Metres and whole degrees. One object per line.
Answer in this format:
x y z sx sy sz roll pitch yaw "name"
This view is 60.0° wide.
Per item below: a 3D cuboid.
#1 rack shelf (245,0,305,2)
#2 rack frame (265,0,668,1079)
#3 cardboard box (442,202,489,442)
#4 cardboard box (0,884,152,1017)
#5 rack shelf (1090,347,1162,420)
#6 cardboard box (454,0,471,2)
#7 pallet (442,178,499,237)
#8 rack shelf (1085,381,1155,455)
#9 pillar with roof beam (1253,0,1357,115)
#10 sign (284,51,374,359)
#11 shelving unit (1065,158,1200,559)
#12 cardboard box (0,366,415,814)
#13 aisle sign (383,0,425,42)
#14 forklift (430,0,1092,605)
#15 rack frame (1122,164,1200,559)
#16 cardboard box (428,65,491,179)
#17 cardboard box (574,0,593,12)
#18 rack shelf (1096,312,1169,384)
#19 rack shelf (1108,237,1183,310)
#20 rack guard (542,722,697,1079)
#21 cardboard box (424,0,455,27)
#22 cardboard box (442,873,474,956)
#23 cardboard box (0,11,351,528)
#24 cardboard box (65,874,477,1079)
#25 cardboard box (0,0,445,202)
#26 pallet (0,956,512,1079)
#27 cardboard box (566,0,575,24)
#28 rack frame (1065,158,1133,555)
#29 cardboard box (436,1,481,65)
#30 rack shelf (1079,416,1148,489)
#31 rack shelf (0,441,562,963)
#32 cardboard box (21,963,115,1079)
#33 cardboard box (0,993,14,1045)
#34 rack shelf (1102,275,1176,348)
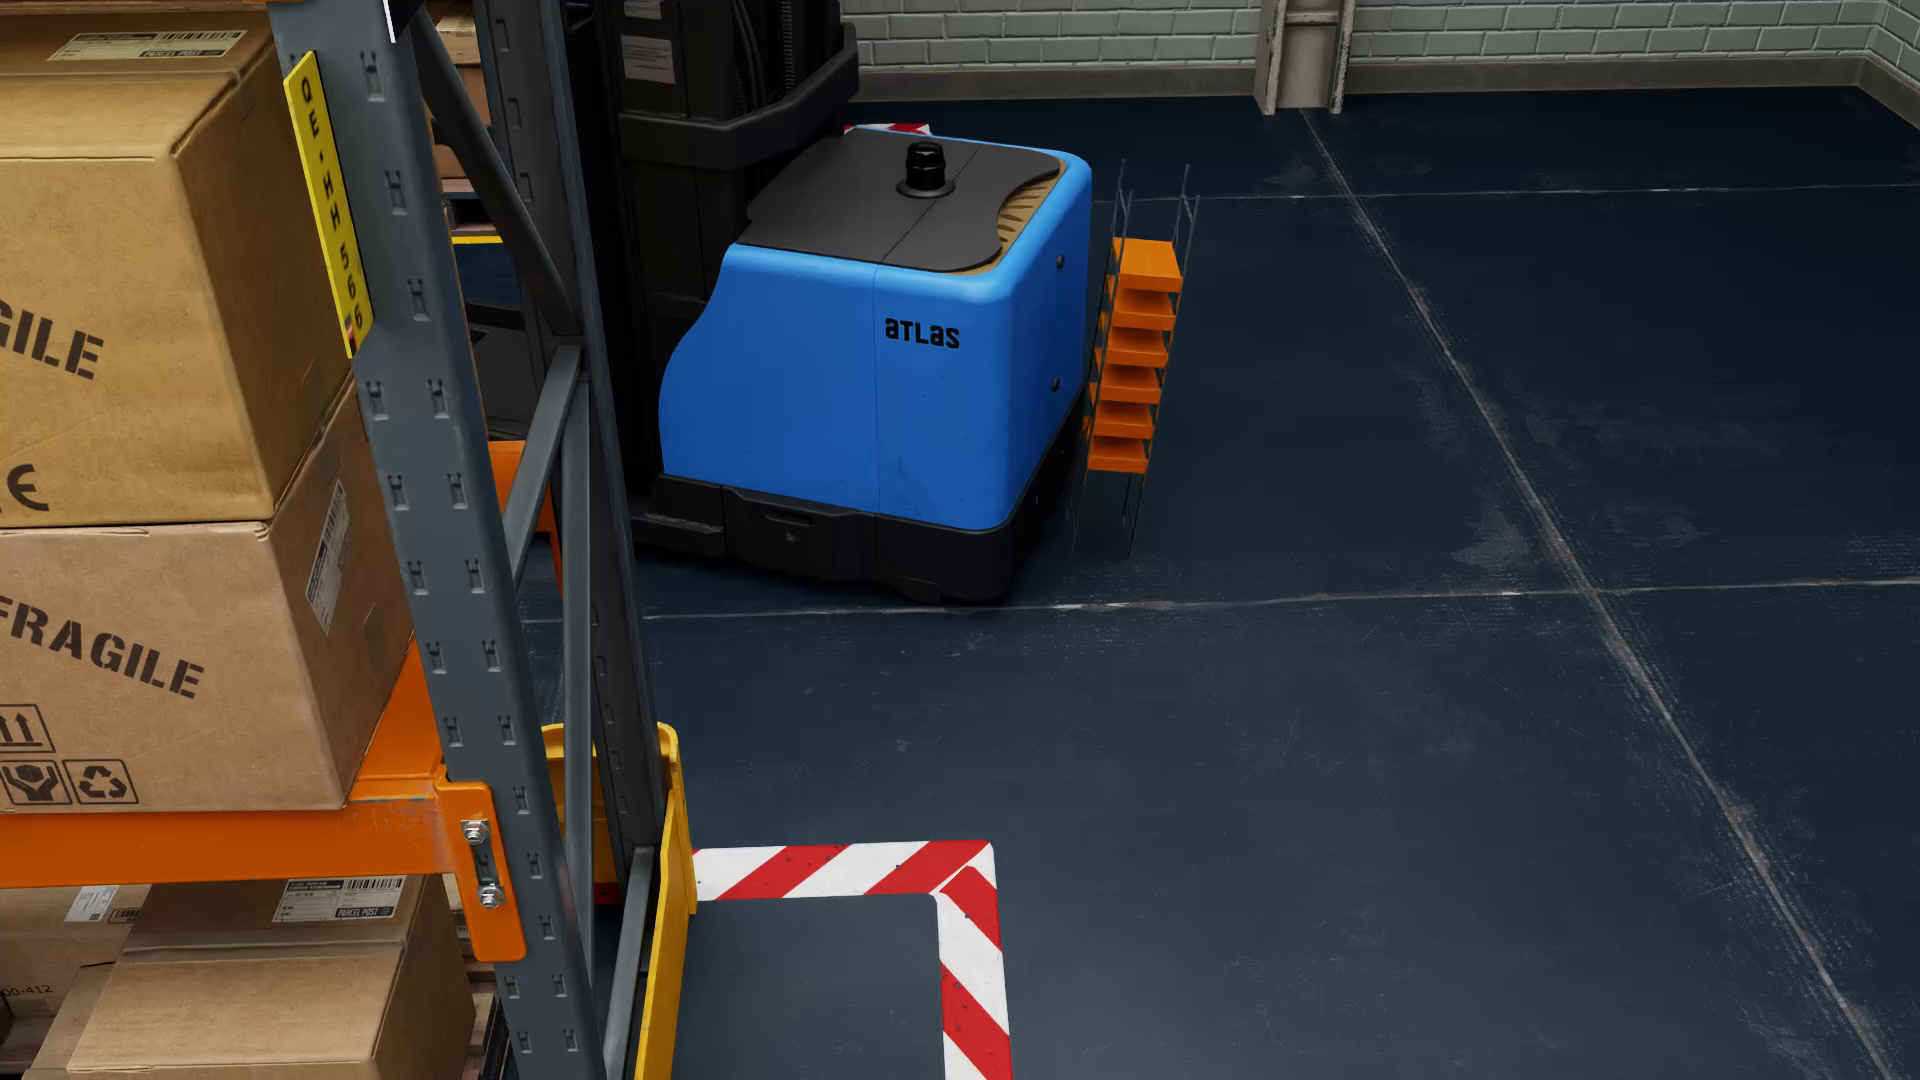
-2.703 -0.961 1.999 4.000 0.370 1.077 -2 35 -2 "rack shelf"
-0.705 -0.077 2.726 0.127 3.000 1.000 -2 35 -2 "rack frame"
-1.161 -0.257 2.897 0.500 0.500 0.500 -1 35 -1 "cardboard box"
-1.761 0.739 3.576 0.500 0.250 0.500 -2 35 -2 "cardboard box"
0.489 -0.470 4.940 0.180 0.103 0.258 4 35 -4 "rack shelf"
-2.028 -2.332 7.241 0.250 0.149 0.380 -1 35 -2 "cardboard box"
-1.738 -1.681 7.493 1.213 0.211 1.003 -2 35 -2 "pallet"
0.477 -0.372 5.008 0.180 0.103 0.258 4 35 -4 "rack shelf"
1.916 -3.477 2.367 0.400 9.000 9.100 -2 35 -2 "pillar with roof beam"
-0.699 -0.368 1.850 0.005 0.325 0.100 -2 35 -2 "sign"
0.493 -0.506 4.915 0.189 1.200 0.258 4 35 -4 "shelving unit"
-1.140 0.048 2.457 0.500 0.500 0.500 -1 35 -1 "cardboard box"
-0.623 -0.974 1.737 0.004 0.787 0.394 -2 35 -2 "aisle sign"
-1.157 -1.506 4.850 3.031 2.935 1.130 11 36 15 "forklift"
0.584 -0.500 4.921 0.006 1.200 0.240 4 35 -4 "rack frame"
-2.138 -1.949 7.258 0.500 0.500 0.700 -2 35 -2 "cardboard box"
-1.523 -2.346 7.262 0.250 0.149 0.380 -1 35 -2 "cardboard box"
0.500 -0.568 4.872 0.180 0.103 0.258 4 35 -4 "rack shelf"
0.524 -0.765 4.737 0.180 0.103 0.258 4 35 -4 "rack shelf"
-0.781 0.952 3.434 0.348 0.500 1.175 -2 35 -2 "rack guard"
-2.278 -2.326 7.232 0.250 0.149 0.380 -1 35 -2 "cardboard box"
-1.140 0.730 3.678 0.250 0.149 0.380 -2 35 -2 "cardboard box"
-1.137 -0.361 2.170 0.500 0.500 0.500 -2 35 -3 "cardboard box"
-1.237 0.924 3.089 0.500 0.500 0.500 -2 35 -2 "cardboard box"
-1.161 -0.668 2.612 0.500 0.500 0.500 -1 35 -1 "cardboard box"
-1.577 1.093 3.485 1.213 0.211 1.003 -2 35 -2 "pallet"
-1.758 -2.122 6.938 0.250 0.149 0.380 -2 35 -3 "cardboard box"
0.402 -0.513 4.909 0.006 1.200 0.240 4 35 -4 "rack frame"
-2.013 -2.115 6.927 0.250 0.149 0.380 -1 35 -1 "cardboard box"
0.465 -0.273 5.076 0.180 0.103 0.258 4 35 -4 "rack shelf"
-2.703 0.272 2.853 4.000 0.370 1.077 -2 35 -2 "rack shelf"
-1.645 1.021 3.242 0.250 0.166 0.380 -2 35 -2 "cardboard box"
-2.187 1.035 3.148 0.500 0.250 0.500 -2 35 -2 "cardboard box"
0.512 -0.666 4.805 0.180 0.103 0.258 4 35 -4 "rack shelf"
